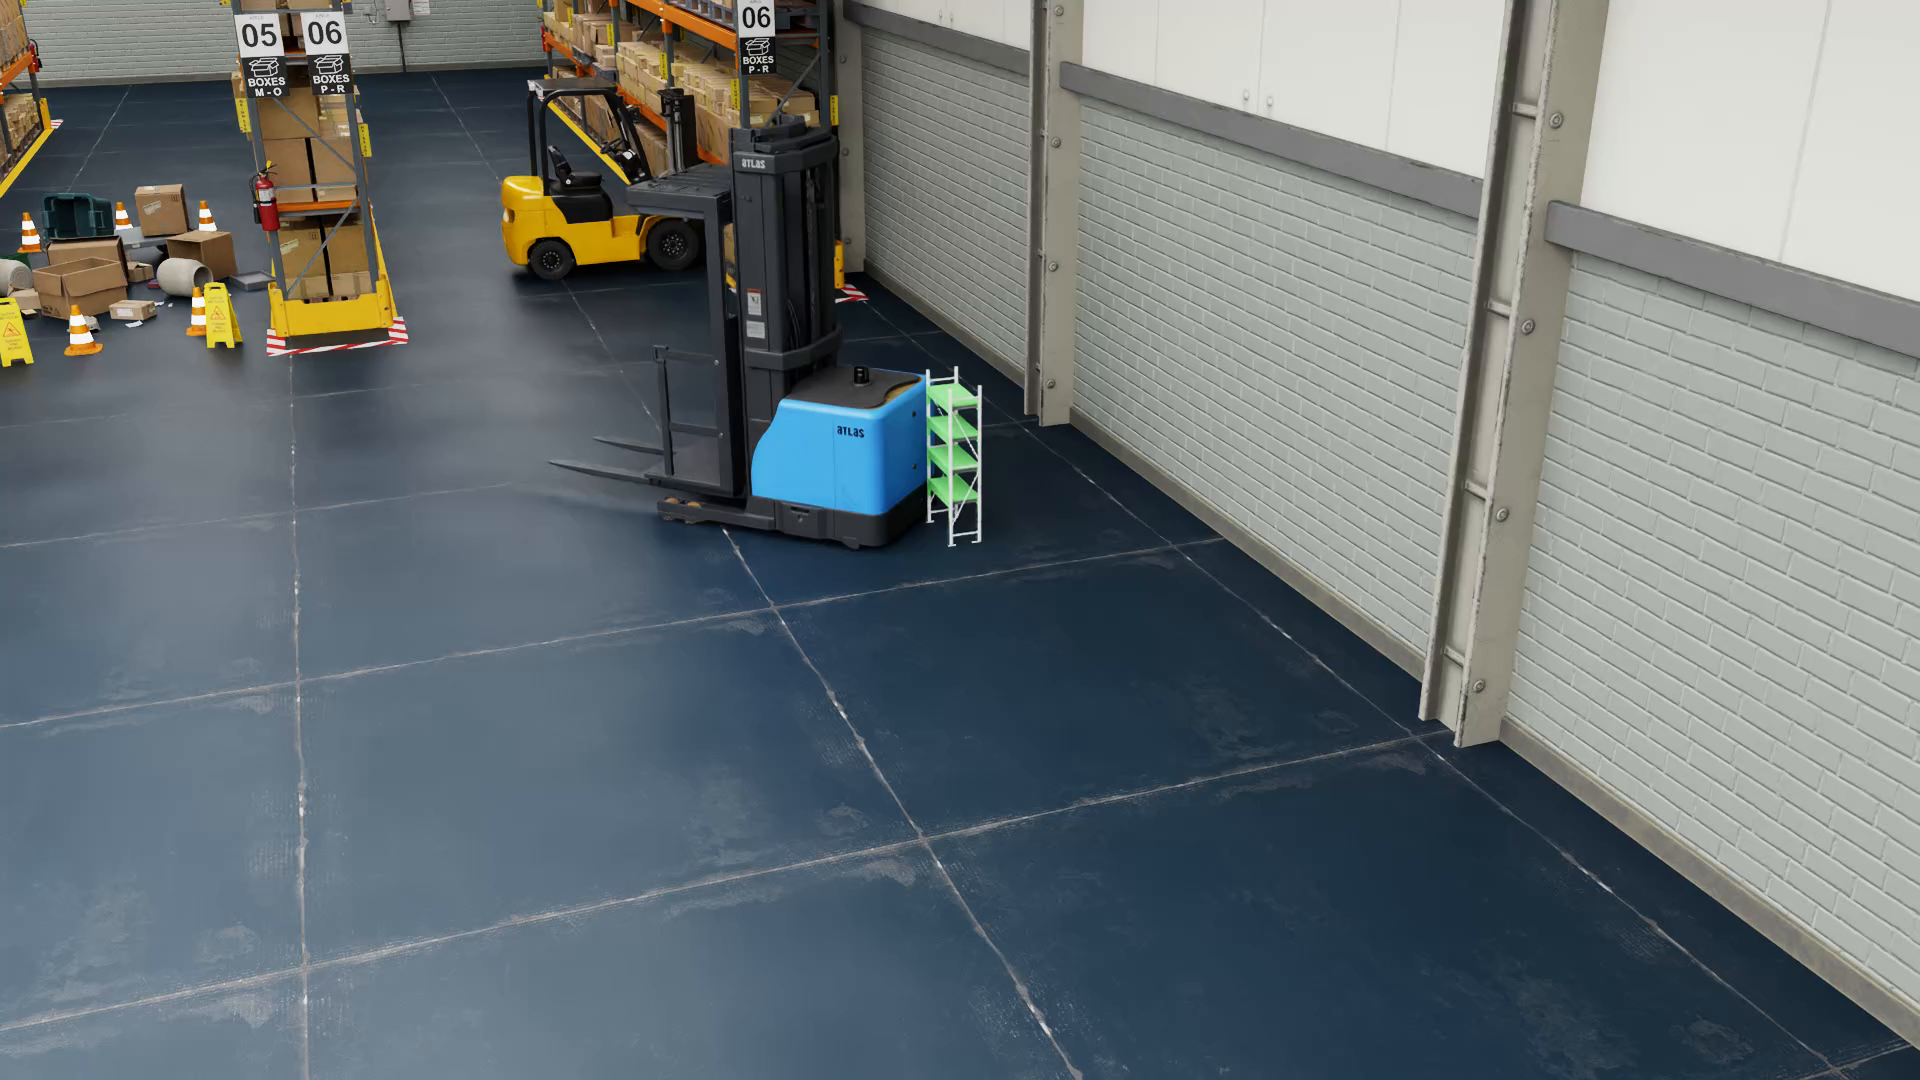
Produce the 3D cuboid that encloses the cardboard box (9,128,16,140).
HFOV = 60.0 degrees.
[{"bbox_3d":[-15.234,-6.431,26.394,0.380,0.149,0.250,-7,24,-17],"label":"cardboard box"}]

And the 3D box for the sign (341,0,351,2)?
[{"bbox_3d":[-6.063,-5.454,16.341,0.100,0.325,0.005,-8,24,-19],"label":"sign"}]

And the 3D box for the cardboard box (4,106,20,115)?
[{"bbox_3d":[-15.861,-7.118,27.639,0.380,0.149,0.250,-8,24,-19],"label":"cardboard box"}]

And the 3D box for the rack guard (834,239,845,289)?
[{"bbox_3d":[-1.920,-3.116,19.000,1.175,0.500,0.348,-8,24,-19],"label":"rack guard"}]

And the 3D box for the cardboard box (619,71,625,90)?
[{"bbox_3d":[-4.827,-6.920,24.999,0.500,0.250,0.500,-8,24,-19],"label":"cardboard box"}]

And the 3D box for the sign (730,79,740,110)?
[{"bbox_3d":[-2.441,-4.850,18.100,0.100,0.325,0.005,-8,24,-19],"label":"sign"}]

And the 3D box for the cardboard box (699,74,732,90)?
[{"bbox_3d":[-2.977,-5.599,20.325,0.380,0.149,0.250,-8,24,-19],"label":"cardboard box"}]

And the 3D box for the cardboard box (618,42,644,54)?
[{"bbox_3d":[-4.918,-7.373,24.916,0.380,0.149,0.250,-8,24,-17],"label":"cardboard box"}]

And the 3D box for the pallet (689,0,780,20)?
[{"bbox_3d":[-2.589,-6.323,19.642,1.003,0.211,1.213,-8,24,-19],"label":"pallet"}]

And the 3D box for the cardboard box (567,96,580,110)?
[{"bbox_3d":[-6.821,-8.204,30.530,0.700,0.500,0.500,-9,25,-21],"label":"cardboard box"}]

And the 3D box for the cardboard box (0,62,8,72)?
[{"bbox_3d":[-15.622,-7.645,26.849,0.380,0.149,0.250,-8,24,-18],"label":"cardboard box"}]

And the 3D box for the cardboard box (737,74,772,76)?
[{"bbox_3d":[-2.524,-5.668,20.489,0.380,0.149,0.250,-9,24,-20],"label":"cardboard box"}]

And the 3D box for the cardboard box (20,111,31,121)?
[{"bbox_3d":[-15.985,-7.182,28.174,0.380,0.149,0.250,-8,24,-18],"label":"cardboard box"}]

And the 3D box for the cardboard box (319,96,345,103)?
[{"bbox_3d":[-7.406,-4.918,19.544,0.500,0.500,0.500,-8,24,-17],"label":"cardboard box"}]

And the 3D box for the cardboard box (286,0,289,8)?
[{"bbox_3d":[-6.609,-5.475,16.813,0.380,0.149,0.250,-8,24,-19],"label":"cardboard box"}]

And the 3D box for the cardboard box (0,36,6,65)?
[{"bbox_3d":[-15.526,-7.815,26.419,0.500,0.500,0.500,-8,24,-19],"label":"cardboard box"}]

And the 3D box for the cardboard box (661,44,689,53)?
[{"bbox_3d":[-4.219,-7.256,24.640,0.380,0.149,0.250,-8,24,-19],"label":"cardboard box"}]

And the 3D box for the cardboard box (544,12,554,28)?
[{"bbox_3d":[-7.673,-9.957,31.821,0.500,0.250,0.500,-8,24,-19],"label":"cardboard box"}]

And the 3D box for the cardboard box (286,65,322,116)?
[{"bbox_3d":[-7.450,-4.951,18.335,0.700,0.500,0.500,-9,24,-19],"label":"cardboard box"}]

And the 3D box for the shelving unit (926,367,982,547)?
[{"bbox_3d":[-0.046,-0.610,12.151,0.258,1.200,0.503,-8,24,-18],"label":"shelving unit"}]

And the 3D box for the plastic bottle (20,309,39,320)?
[{"bbox_3d":[-10.072,-2.447,17.976,0.133,0.061,0.283,-18,29,-37],"label":"plastic bottle"}]

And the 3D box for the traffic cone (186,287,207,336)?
[{"bbox_3d":[-7.930,-2.405,17.360,0.336,0.463,0.334,-8,24,-19],"label":"traffic cone"}]

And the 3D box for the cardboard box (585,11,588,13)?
[{"bbox_3d":[-7.170,-10.028,31.990,0.500,0.250,0.500,-8,24,-17],"label":"cardboard box"}]

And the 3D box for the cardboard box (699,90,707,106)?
[{"bbox_3d":[-2.947,-5.359,20.139,0.380,0.149,0.250,-9,24,-20],"label":"cardboard box"}]

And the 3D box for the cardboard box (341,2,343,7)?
[{"bbox_3d":[-6.668,-5.448,17.263,0.500,0.250,0.500,-9,24,-20],"label":"cardboard box"}]

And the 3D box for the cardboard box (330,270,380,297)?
[{"bbox_3d":[-6.597,-2.852,18.154,0.500,0.250,0.500,-9,24,-19],"label":"cardboard box"}]

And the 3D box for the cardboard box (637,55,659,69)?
[{"bbox_3d":[-4.315,-6.715,23.356,0.380,0.149,0.250,-9,24,-20],"label":"cardboard box"}]

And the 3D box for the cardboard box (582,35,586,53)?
[{"bbox_3d":[-6.036,-8.211,27.502,0.396,0.266,0.258,-7,24,-16],"label":"cardboard box"}]

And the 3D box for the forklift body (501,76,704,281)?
[{"bbox_3d":[-4.305,-4.325,19.741,2.313,2.155,1.214,-8,24,-19],"label":"forklift body"}]

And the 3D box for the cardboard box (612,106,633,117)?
[{"bbox_3d":[-5.292,-6.764,26.279,0.380,0.149,0.250,-10,25,-22],"label":"cardboard box"}]

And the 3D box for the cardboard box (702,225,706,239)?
[{"bbox_3d":[-2.930,-3.882,20.597,0.500,0.250,0.500,-8,24,-17],"label":"cardboard box"}]

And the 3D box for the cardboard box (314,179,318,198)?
[{"bbox_3d":[-6.600,-3.720,17.539,0.380,0.149,0.250,-8,24,-18],"label":"cardboard box"}]

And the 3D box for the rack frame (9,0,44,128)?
[{"bbox_3d":[-16.818,-8.692,29.011,1.000,3.000,0.127,-8,24,-19],"label":"rack frame"}]

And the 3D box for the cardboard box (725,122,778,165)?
[{"bbox_3d":[-2.348,-4.466,18.855,0.500,0.500,0.500,-9,24,-20],"label":"cardboard box"}]

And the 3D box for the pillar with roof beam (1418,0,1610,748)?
[{"bbox_3d":[-1.120,-2.467,6.518,9.100,9.000,0.400,-8,24,-19],"label":"pillar with roof beam"}]

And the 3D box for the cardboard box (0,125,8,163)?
[{"bbox_3d":[-14.908,-6.046,25.411,0.500,0.500,0.500,-9,24,-20],"label":"cardboard box"}]

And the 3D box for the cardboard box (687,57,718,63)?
[{"bbox_3d":[-3.572,-6.612,23.112,0.380,0.149,0.250,-8,24,-19],"label":"cardboard box"}]

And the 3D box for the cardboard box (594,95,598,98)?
[{"bbox_3d":[-6.018,-7.629,28.331,0.380,0.149,0.250,-10,25,-22],"label":"cardboard box"}]

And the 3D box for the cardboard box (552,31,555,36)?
[{"bbox_3d":[-7.588,-9.732,31.801,0.380,0.149,0.250,-8,24,-18],"label":"cardboard box"}]

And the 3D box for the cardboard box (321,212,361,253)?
[{"bbox_3d":[-6.795,-3.396,18.478,0.500,0.500,0.500,-9,25,-21],"label":"cardboard box"}]

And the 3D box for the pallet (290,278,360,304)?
[{"bbox_3d":[-6.852,-2.637,18.235,1.003,0.211,1.213,-8,24,-19],"label":"pallet"}]

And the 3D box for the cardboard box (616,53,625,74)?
[{"bbox_3d":[-4.850,-7.147,24.894,0.500,0.250,0.500,-8,24,-19],"label":"cardboard box"}]

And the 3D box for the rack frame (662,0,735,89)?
[{"bbox_3d":[-3.342,-5.730,21.984,1.000,3.000,0.127,-8,24,-19],"label":"rack frame"}]

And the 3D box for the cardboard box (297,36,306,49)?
[{"bbox_3d":[-6.561,-5.109,16.972,0.380,0.149,0.250,-9,25,-21],"label":"cardboard box"}]

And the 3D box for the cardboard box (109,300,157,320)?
[{"bbox_3d":[-8.923,-2.480,17.942,0.380,0.149,0.250,4,23,9],"label":"cardboard box"}]

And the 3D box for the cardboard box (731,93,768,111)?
[{"bbox_3d":[-2.368,-4.946,18.775,0.380,0.149,0.250,-8,24,-19],"label":"cardboard box"}]

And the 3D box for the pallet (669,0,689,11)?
[{"bbox_3d":[-3.016,-6.765,20.692,1.003,0.211,1.213,-8,24,-19],"label":"pallet"}]

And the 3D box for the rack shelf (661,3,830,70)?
[{"bbox_3d":[-2.635,-6.054,19.817,1.077,0.370,4.000,-8,24,-19],"label":"rack shelf"}]

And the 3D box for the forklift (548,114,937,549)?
[{"bbox_3d":[-1.739,-1.645,12.379,3.031,2.935,1.130,10,25,22],"label":"forklift"}]

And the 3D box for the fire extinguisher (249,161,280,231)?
[{"bbox_3d":[-6.962,-3.454,16.683,0.296,0.674,0.183,-8,24,-19],"label":"fire extinguisher"}]

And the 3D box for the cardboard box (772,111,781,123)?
[{"bbox_3d":[-1.952,-4.862,18.959,0.380,0.149,0.250,-8,24,-19],"label":"cardboard box"}]

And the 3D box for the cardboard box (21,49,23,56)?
[{"bbox_3d":[-16.386,-8.401,28.644,0.380,0.149,0.250,-8,24,-19],"label":"cardboard box"}]

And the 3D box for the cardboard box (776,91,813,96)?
[{"bbox_3d":[-1.883,-5.016,18.941,0.380,0.149,0.250,-7,24,-17],"label":"cardboard box"}]

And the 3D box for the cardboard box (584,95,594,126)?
[{"bbox_3d":[-6.207,-7.472,28.794,0.500,0.500,0.500,-7,24,-17],"label":"cardboard box"}]
